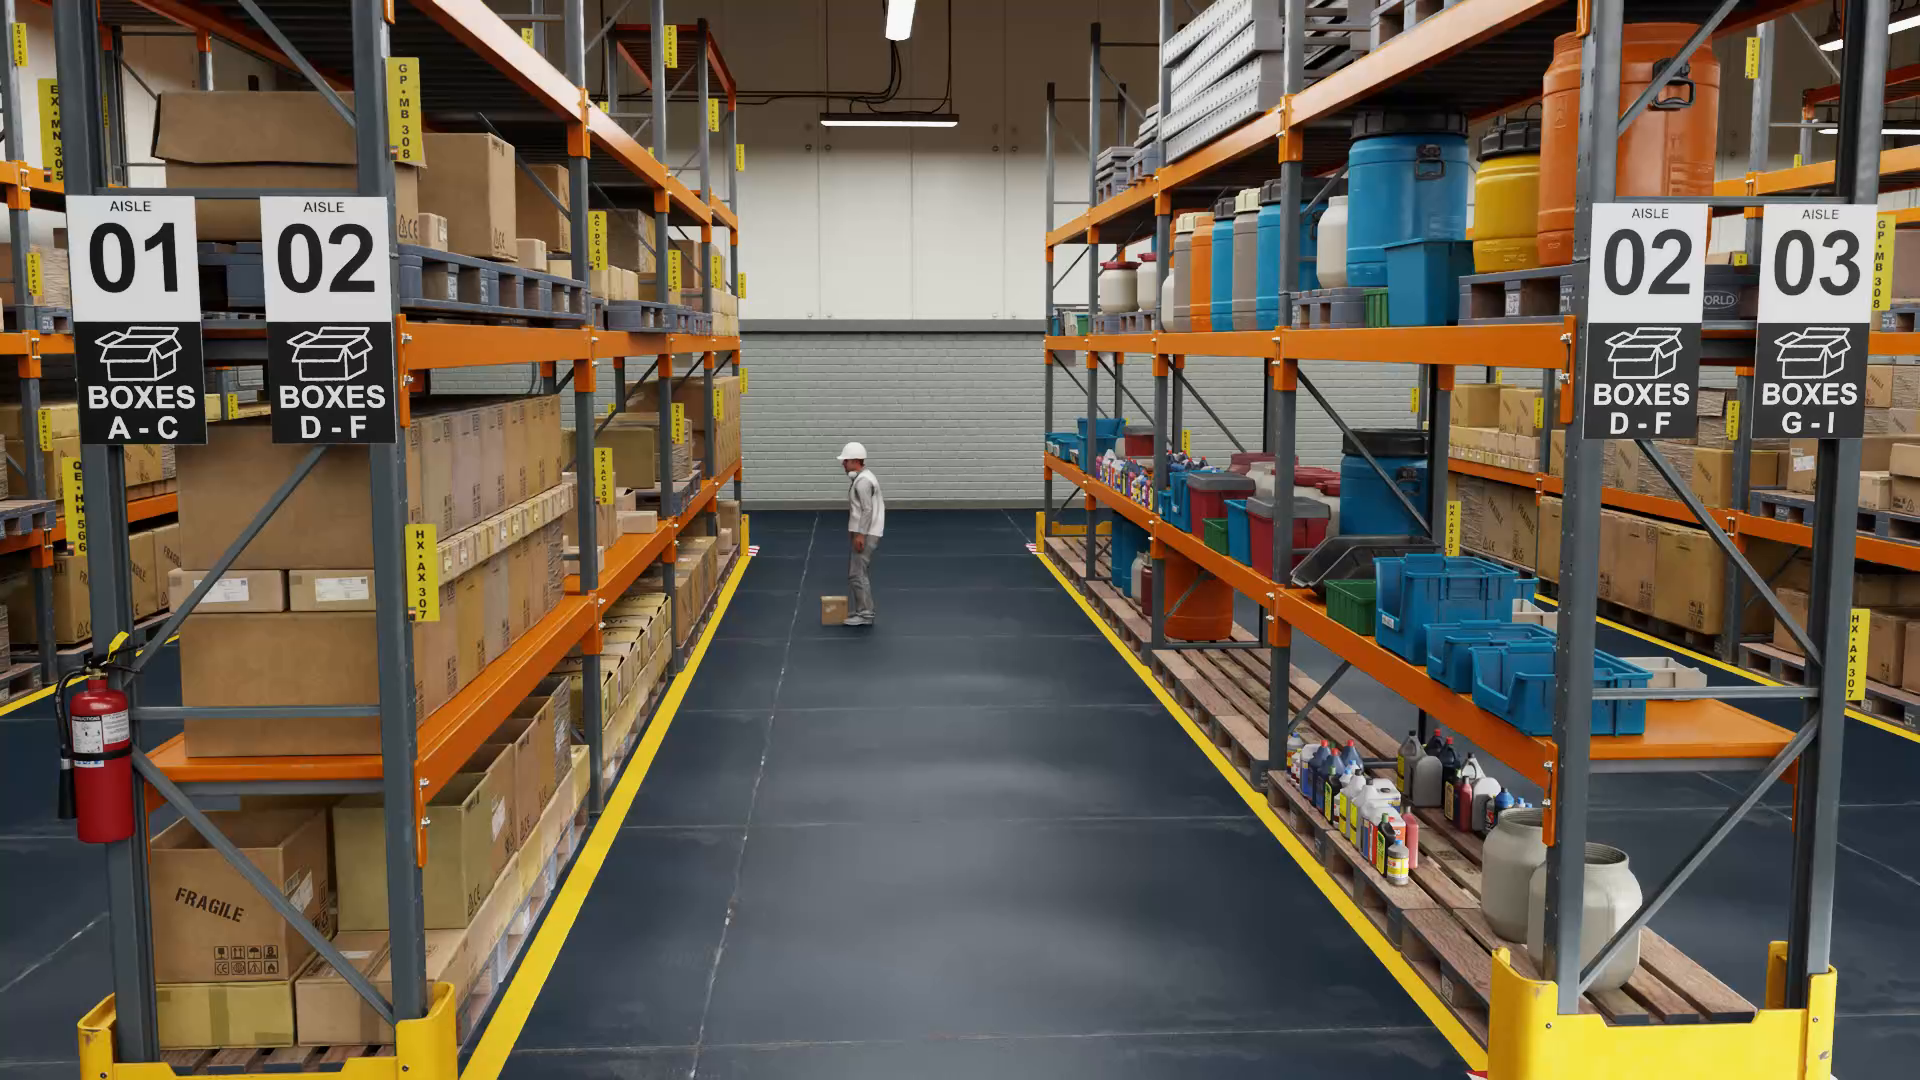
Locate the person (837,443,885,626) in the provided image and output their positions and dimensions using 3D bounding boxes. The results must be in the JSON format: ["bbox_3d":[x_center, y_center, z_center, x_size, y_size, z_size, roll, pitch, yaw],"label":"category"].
[{"bbox_3d":[-0.967,-0.065,16.195,0.466,1.766,0.579,-1,7,-6],"label":"person"}]
